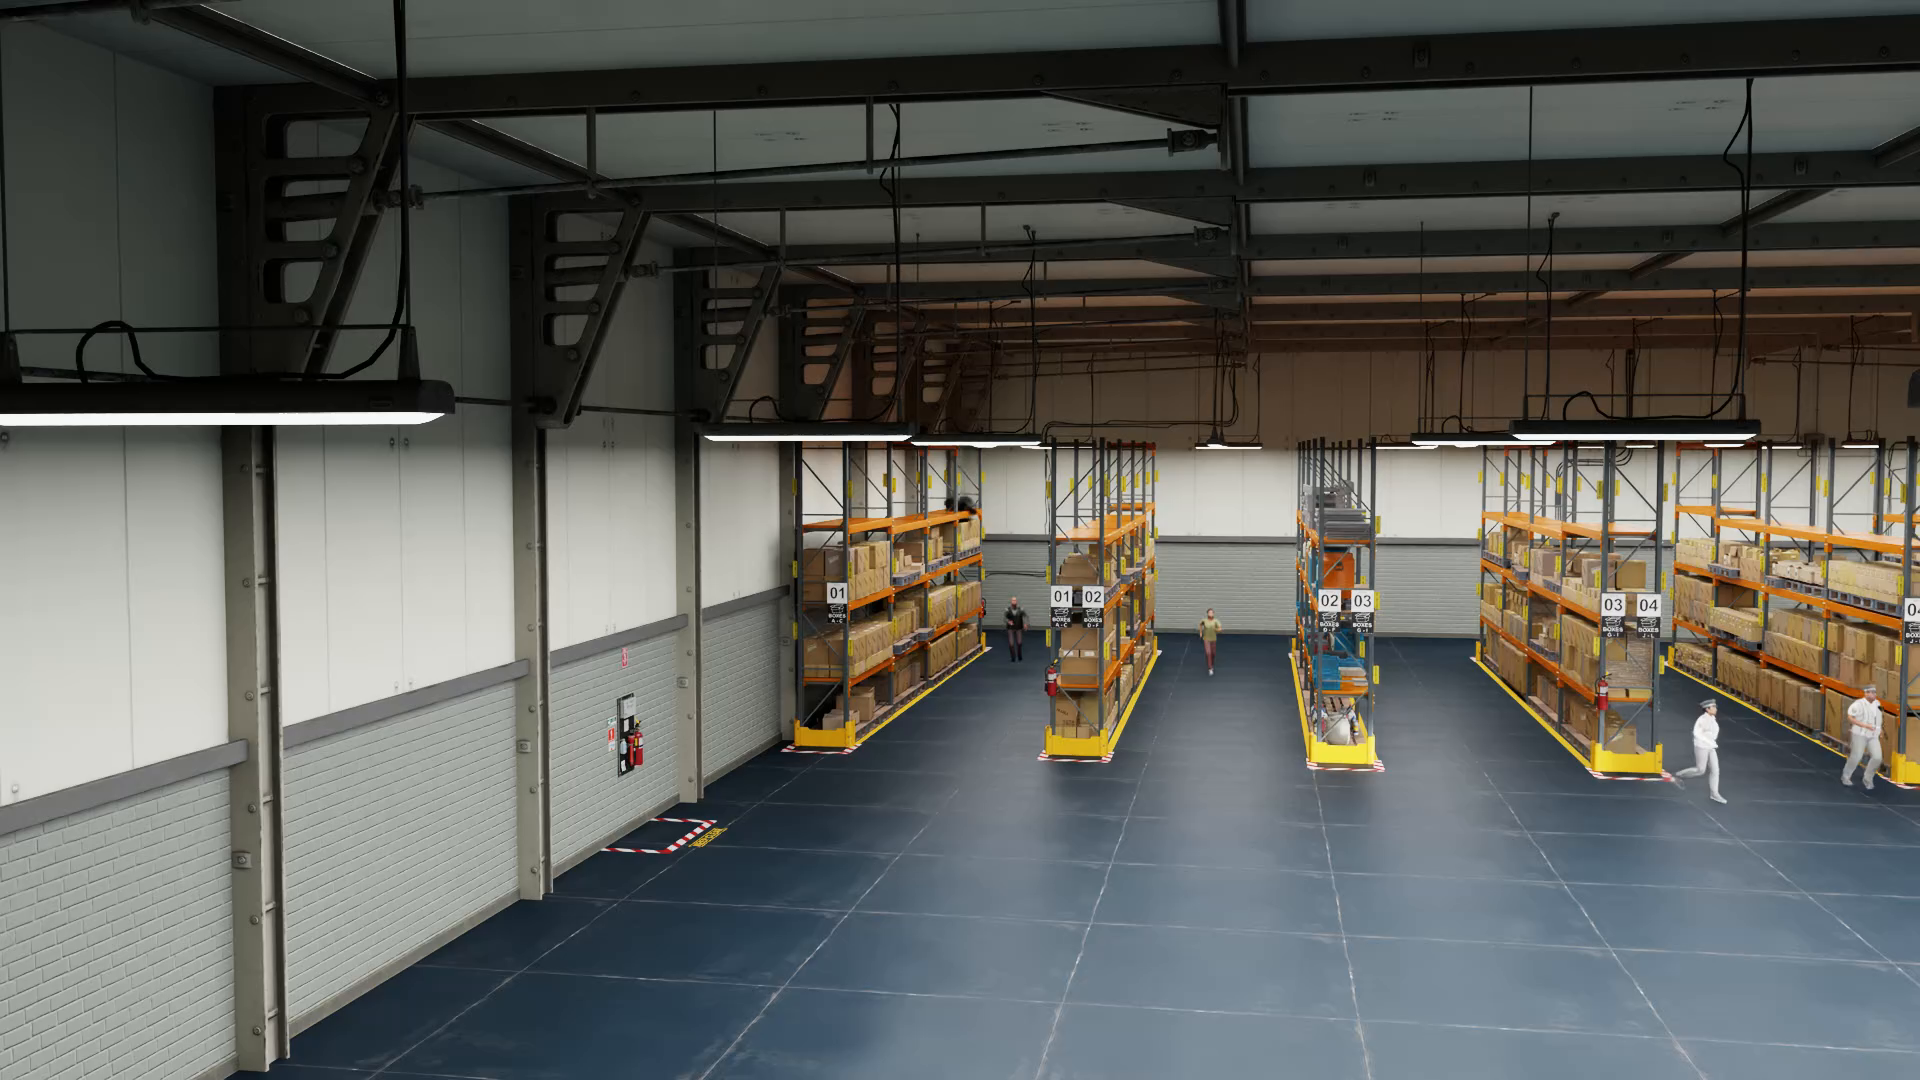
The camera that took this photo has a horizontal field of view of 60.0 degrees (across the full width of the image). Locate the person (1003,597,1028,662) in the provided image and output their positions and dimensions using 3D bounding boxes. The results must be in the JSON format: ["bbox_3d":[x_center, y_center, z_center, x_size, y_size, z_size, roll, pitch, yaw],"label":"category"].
[{"bbox_3d":[1.438,2.331,43.019,0.669,1.688,0.568,0,3,0],"label":"person"}]

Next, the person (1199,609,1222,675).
[{"bbox_3d":[6.458,2.589,42.867,0.571,1.660,0.970,0,3,3],"label":"person"}]

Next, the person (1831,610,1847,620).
[{"bbox_3d":[23.789,2.468,45.255,0.596,1.718,0.770,1,3,20],"label":"person"}]

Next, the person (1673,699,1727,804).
[{"bbox_3d":[12.249,3.441,27.434,0.640,1.686,0.903,-3,4,-42],"label":"person"}]

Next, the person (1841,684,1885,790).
[{"bbox_3d":[15.437,3.371,28.316,0.715,1.872,0.640,0,3,-9],"label":"person"}]
